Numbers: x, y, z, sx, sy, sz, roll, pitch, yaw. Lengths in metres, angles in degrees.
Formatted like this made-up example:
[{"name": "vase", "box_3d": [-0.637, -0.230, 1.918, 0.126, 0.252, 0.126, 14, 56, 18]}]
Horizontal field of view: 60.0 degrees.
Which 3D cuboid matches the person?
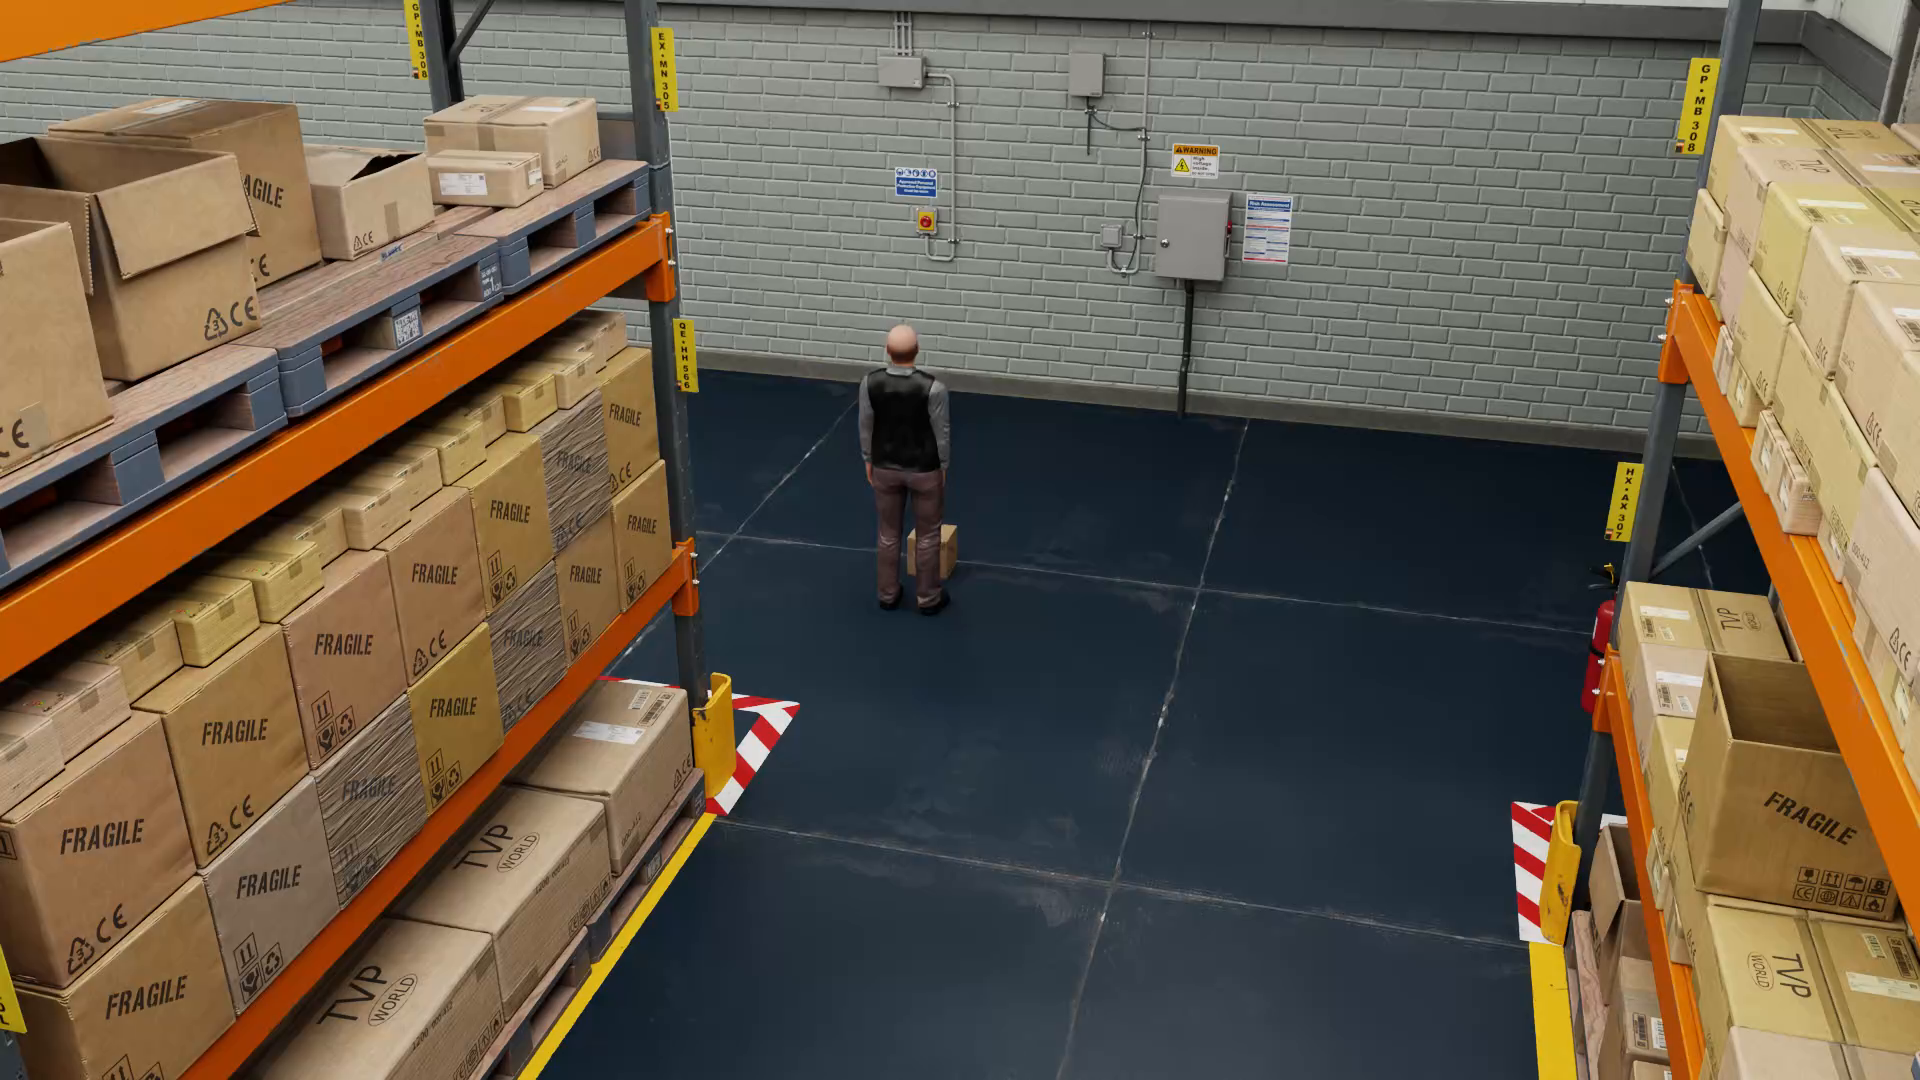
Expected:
[{"name": "person", "box_3d": [-0.306, -0.405, 9.500, 0.535, 1.725, 0.355, 7, 26, 14]}]
